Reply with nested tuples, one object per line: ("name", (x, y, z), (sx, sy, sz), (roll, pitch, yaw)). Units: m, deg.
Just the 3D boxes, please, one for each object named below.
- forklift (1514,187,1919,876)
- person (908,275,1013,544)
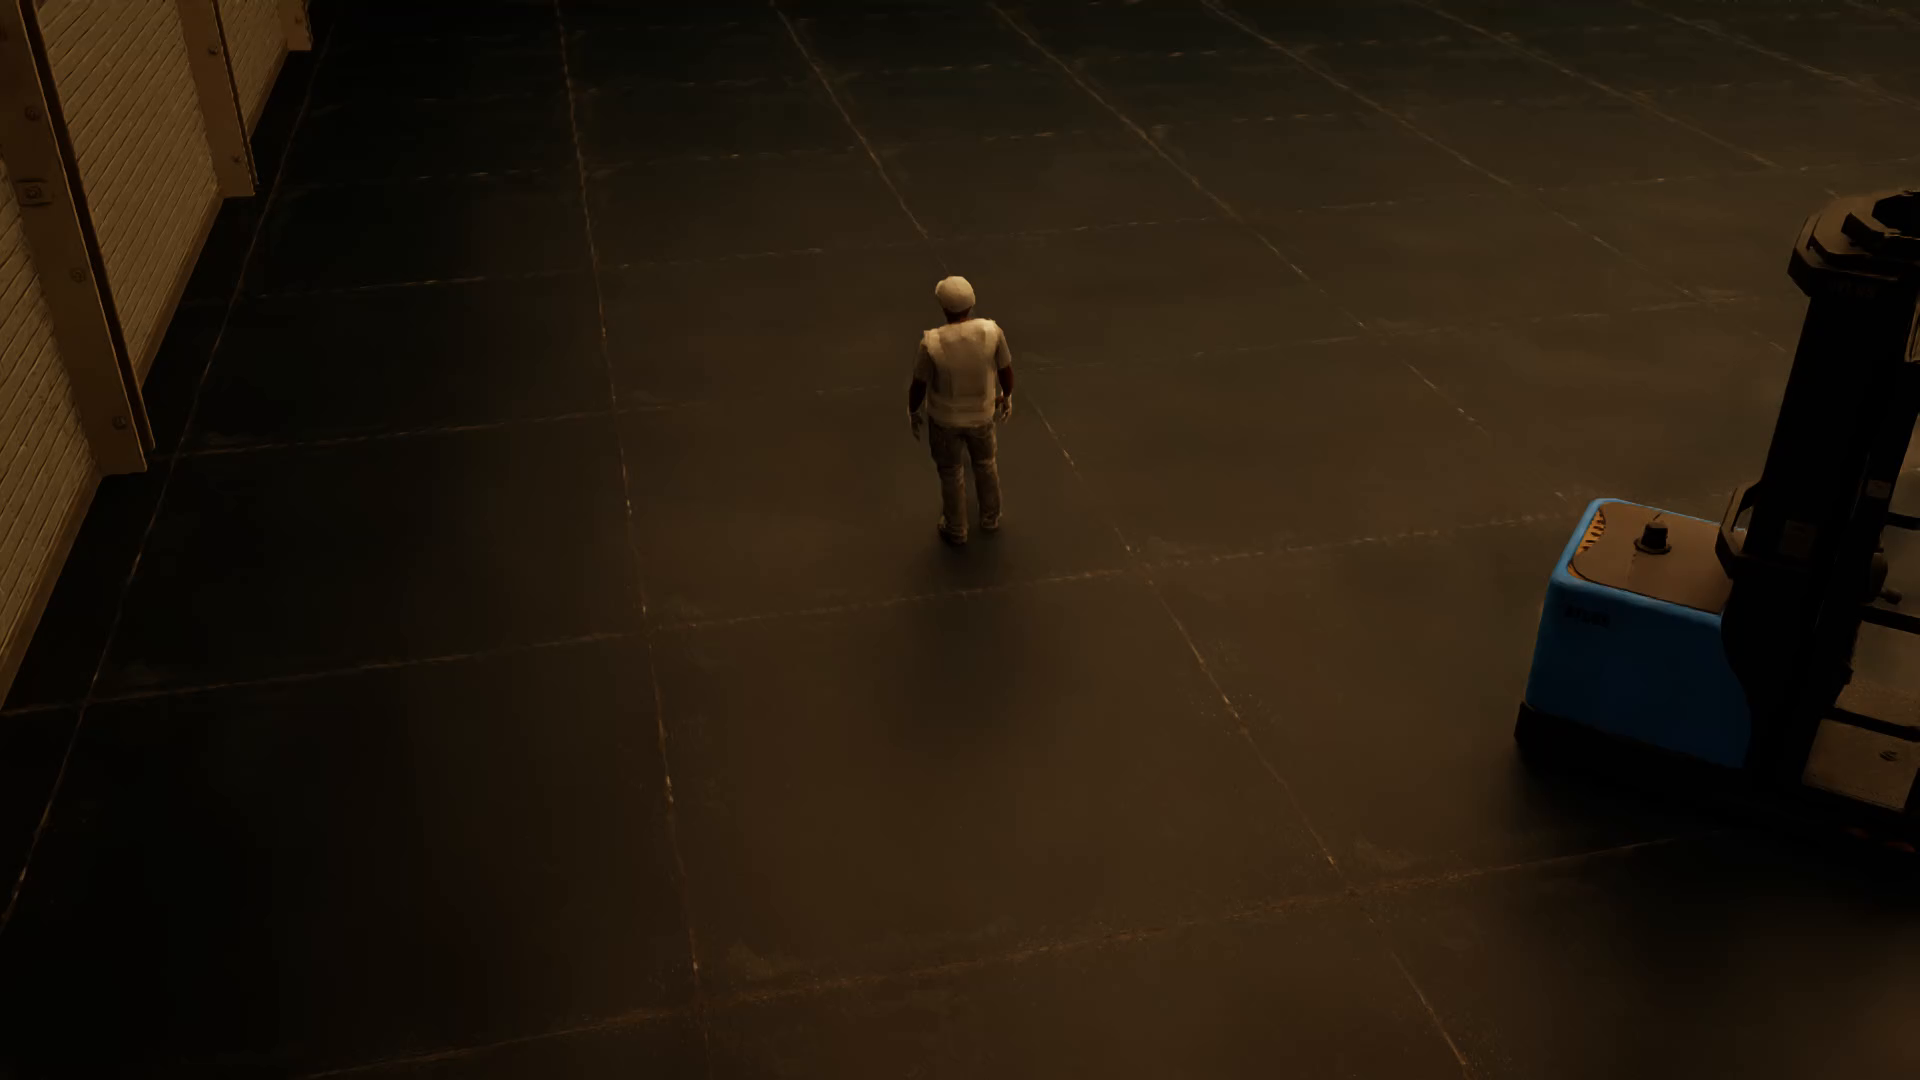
("forklift", (4.396, -0.001, 7.576), (3.031, 2.935, 1.130), (16, 34, 26))
("person", (-0.009, -0.814, 10.112), (0.655, 1.782, 0.576), (-7, 31, -12))
